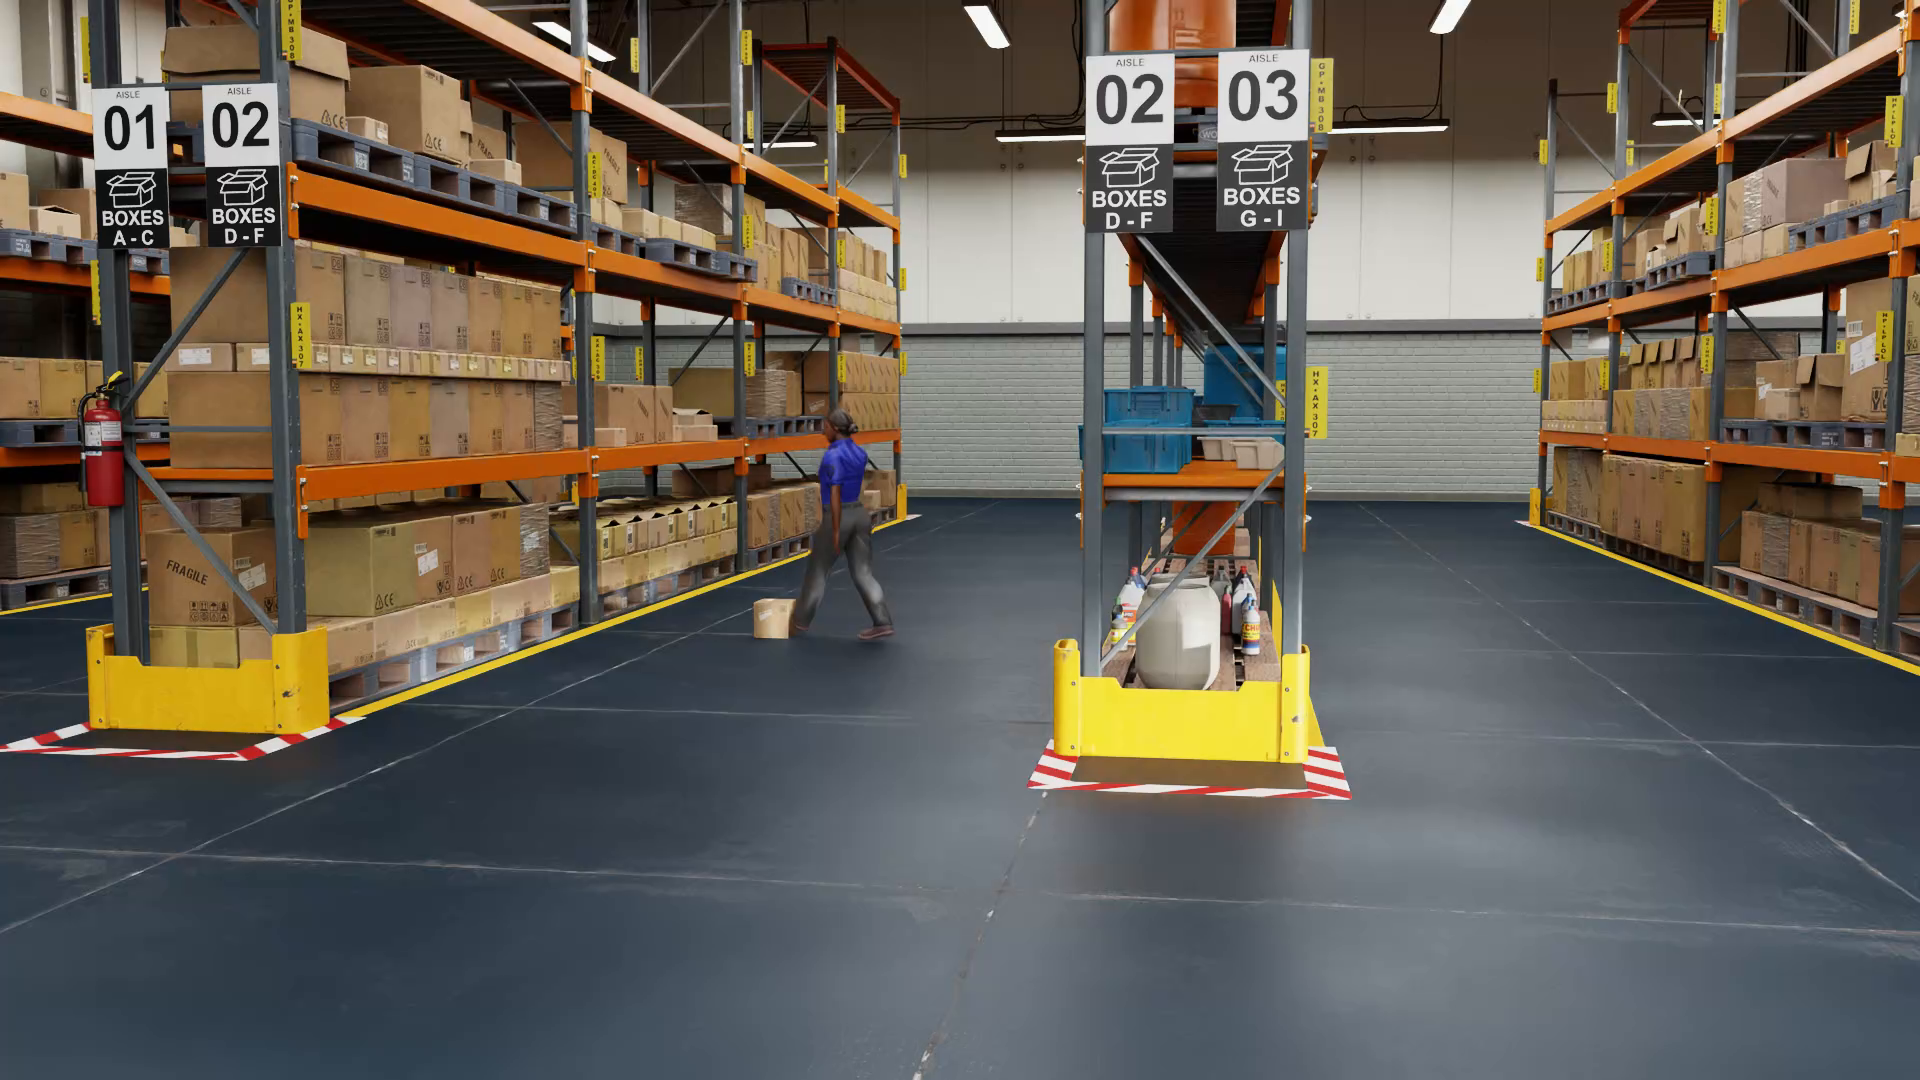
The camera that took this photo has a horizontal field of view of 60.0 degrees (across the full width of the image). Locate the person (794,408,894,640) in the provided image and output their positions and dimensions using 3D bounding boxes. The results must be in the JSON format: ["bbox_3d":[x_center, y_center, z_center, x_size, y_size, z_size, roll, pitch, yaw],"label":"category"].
[{"bbox_3d":[-0.886,-0.119,11.577,1.039,1.591,0.433,4,6,41],"label":"person"}]
